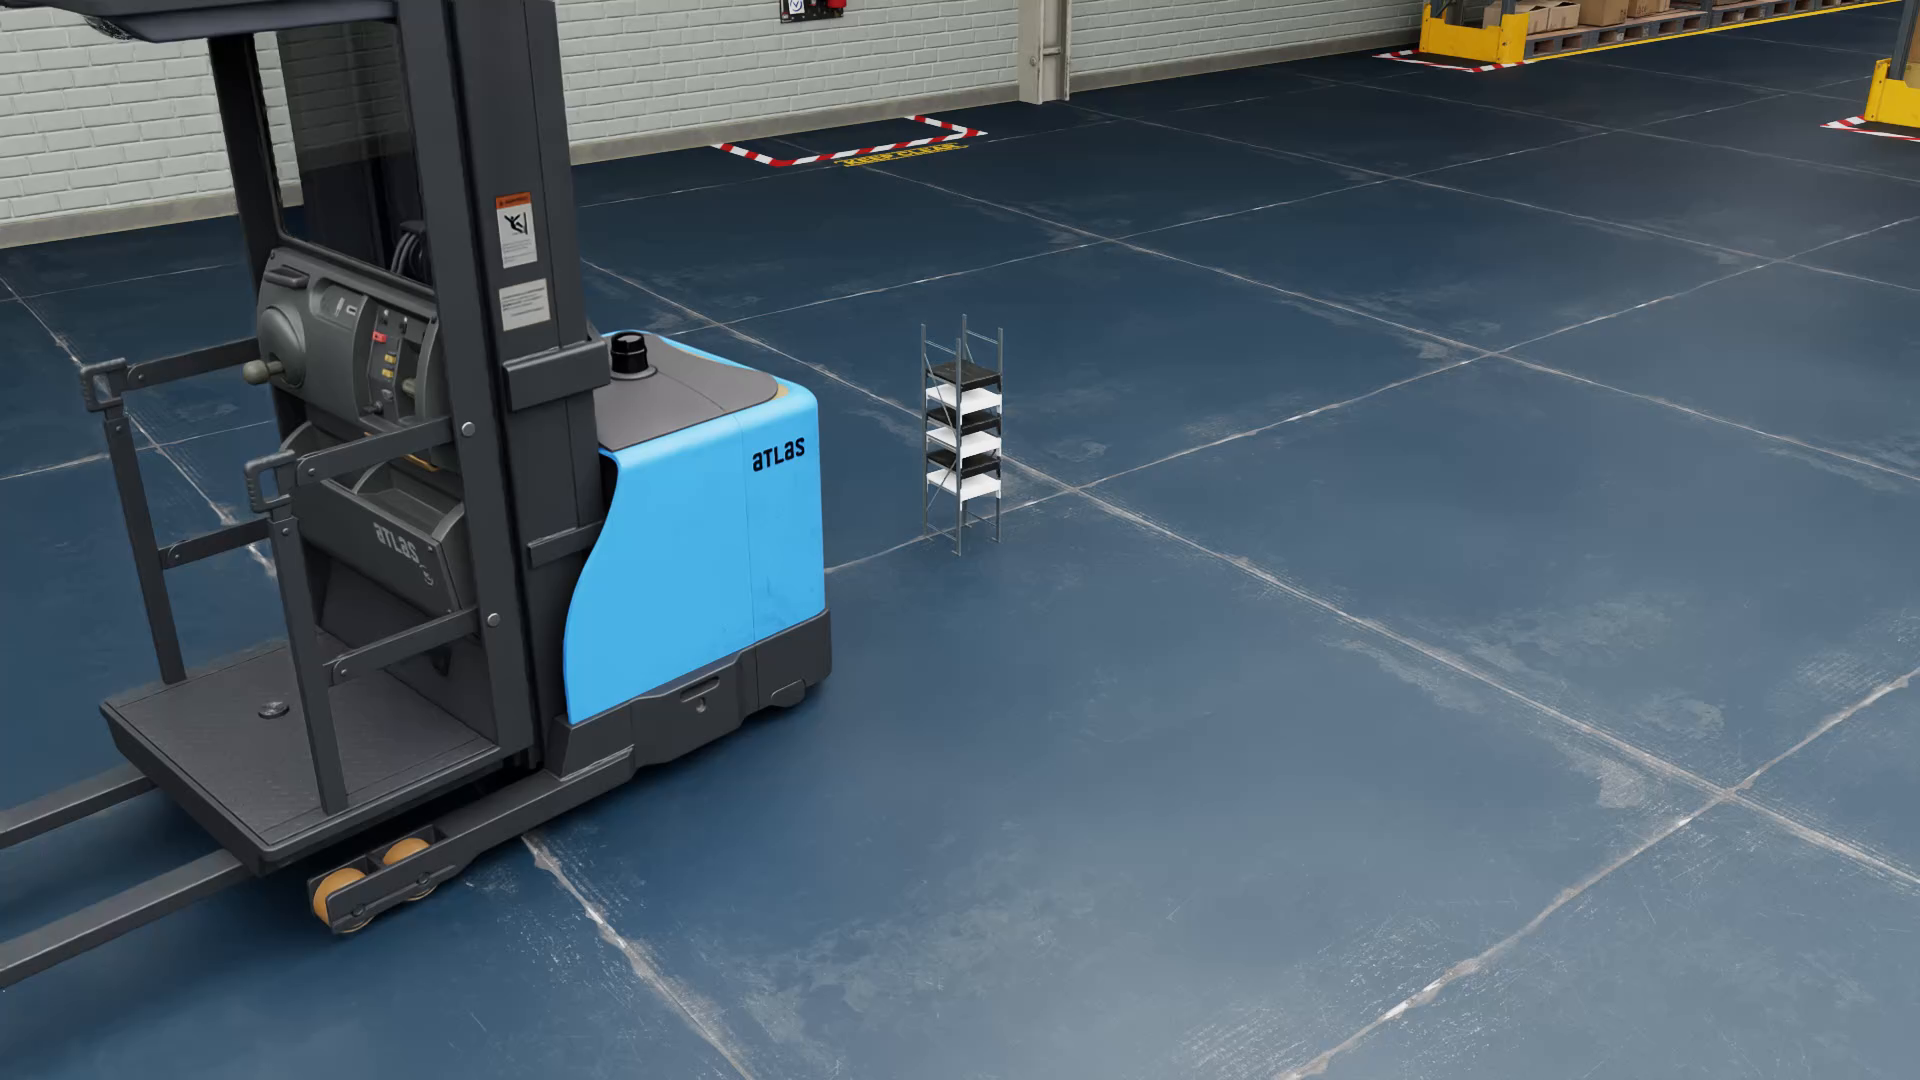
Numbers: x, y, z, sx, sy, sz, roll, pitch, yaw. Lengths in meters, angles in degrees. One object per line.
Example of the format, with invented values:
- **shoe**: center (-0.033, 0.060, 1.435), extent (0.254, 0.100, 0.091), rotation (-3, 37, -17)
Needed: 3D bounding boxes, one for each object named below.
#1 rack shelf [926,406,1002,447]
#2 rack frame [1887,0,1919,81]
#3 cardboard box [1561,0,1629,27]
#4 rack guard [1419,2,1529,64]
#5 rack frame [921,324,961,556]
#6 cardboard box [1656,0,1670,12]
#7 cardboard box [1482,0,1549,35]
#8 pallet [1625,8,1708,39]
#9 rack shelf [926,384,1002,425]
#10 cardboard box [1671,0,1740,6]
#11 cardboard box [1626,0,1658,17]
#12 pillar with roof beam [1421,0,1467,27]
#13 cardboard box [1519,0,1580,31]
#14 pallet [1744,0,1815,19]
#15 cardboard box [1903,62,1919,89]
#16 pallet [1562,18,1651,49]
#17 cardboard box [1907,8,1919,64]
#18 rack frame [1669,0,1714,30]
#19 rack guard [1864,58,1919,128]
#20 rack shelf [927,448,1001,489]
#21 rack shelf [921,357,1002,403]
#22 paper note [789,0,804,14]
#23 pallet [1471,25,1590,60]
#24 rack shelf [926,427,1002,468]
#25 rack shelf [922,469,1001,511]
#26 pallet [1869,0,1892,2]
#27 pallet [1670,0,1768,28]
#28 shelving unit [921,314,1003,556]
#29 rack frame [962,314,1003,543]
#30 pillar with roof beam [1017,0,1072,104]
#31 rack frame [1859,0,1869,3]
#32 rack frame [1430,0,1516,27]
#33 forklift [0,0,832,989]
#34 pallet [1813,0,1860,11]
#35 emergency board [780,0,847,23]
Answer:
- **rack shelf**: center (0.006, -0.462, 6.541), extent (0.200, 0.077, 0.258), rotation (-18, 31, -34)
- **rack frame**: center (8.551, -4.971, 13.897), extent (0.127, 3.000, 1.000), rotation (-18, 31, -34)
- **cardboard box**: center (7.148, -6.148, 18.881), extent (0.500, 0.500, 0.700), rotation (-21, 32, -37)
- **rack guard**: center (5.551, -5.496, 17.999), extent (0.348, 0.500, 1.175), rotation (-18, 31, -34)
- **rack frame**: center (-0.074, -0.384, 6.508), extent (0.006, 0.900, 0.240), rotation (-18, 31, -34)
- **cardboard box**: center (8.237, -6.415, 19.853), extent (0.380, 0.166, 0.250), rotation (22, 33, 39)
- **cardboard box**: center (6.091, -5.740, 18.227), extent (0.500, 0.311, 0.500), rotation (-23, 33, -40)
- **pallet**: center (8.132, -6.199, 19.855), extent (1.213, 0.211, 1.003), rotation (-18, 31, -34)
- **rack shelf**: center (0.006, -0.543, 6.503), extent (0.200, 0.077, 0.258), rotation (-18, 31, -34)
- **cardboard box**: center (9.208, -6.912, 20.527), extent (0.500, 0.500, 0.700), rotation (-17, 30, -32)
- **cardboard box**: center (7.847, -6.433, 19.494), extent (0.500, 0.500, 0.500), rotation (-21, 32, -38)
- **pillar with roof beam**: center (8.165, -8.374, 14.104), extent (0.400, 9.000, 9.100), rotation (-18, 31, -34)
- **cardboard box**: center (6.540, -5.889, 18.546), extent (0.500, 0.311, 0.500), rotation (-15, 29, -30)
- **pallet**: center (10.211, -6.906, 21.380), extent (1.213, 0.211, 1.003), rotation (-18, 31, -34)
- **cardboard box**: center (8.791, -4.151, 14.898), extent (0.500, 0.250, 0.500), rotation (-18, 31, -34)
- **pallet**: center (7.172, -5.880, 19.169), extent (1.213, 0.211, 1.003), rotation (-18, 31, -34)
- **cardboard box**: center (8.789, -4.492, 14.742), extent (0.500, 0.500, 0.500), rotation (-18, 31, -34)
- **rack frame**: center (8.639, -7.650, 19.670), extent (0.127, 3.000, 1.000), rotation (-18, 31, -34)
- **rack guard**: center (8.532, -3.830, 14.410), extent (0.348, 0.500, 1.175), rotation (-18, 31, -34)
- **rack shelf**: center (0.006, -0.298, 6.617), extent (0.200, 0.077, 0.258), rotation (-18, 31, -34)
- **rack shelf**: center (0.006, -0.625, 6.465), extent (0.200, 0.077, 0.258), rotation (-18, 31, -34)
- **paper note**: center (-1.363, -4.468, 13.861), extent (0.142, 0.148, 0.016), rotation (-18, 31, -34)
- **pallet**: center (6.212, -5.565, 18.490), extent (1.213, 0.211, 1.003), rotation (-18, 31, -34)
- **rack shelf**: center (0.006, -0.380, 6.579), extent (0.200, 0.077, 0.258), rotation (-18, 31, -34)
- **rack shelf**: center (0.006, -0.217, 6.655), extent (0.200, 0.077, 0.258), rotation (-18, 31, -34)
- **pallet**: center (12.454, -7.604, 22.883), extent (1.213, 0.211, 1.003), rotation (-18, 31, -34)
- **pallet**: center (9.251, -6.588, 20.693), extent (1.213, 0.211, 1.003), rotation (-18, 31, -34)
- **shelving unit**: center (0.006, -0.410, 6.565), extent (0.210, 0.900, 0.258), rotation (-18, 31, -34)
- **rack frame**: center (0.086, -0.437, 6.622), extent (0.006, 0.900, 0.240), rotation (-18, 31, -34)
- **pillar with roof beam**: center (3.443, -6.815, 10.746), extent (0.400, 9.000, 9.100), rotation (-18, 31, -34)
- **rack frame**: center (11.787, -8.689, 21.908), extent (0.127, 3.000, 1.000), rotation (-18, 31, -34)
- **rack frame**: center (5.491, -6.611, 17.431), extent (0.127, 3.000, 1.000), rotation (-18, 31, -34)
- **forklift**: center (-1.814, -0.518, 4.384), extent (1.130, 2.935, 3.031), rotation (22, 33, 39)
- **pallet**: center (11.171, -7.221, 22.059), extent (1.213, 0.211, 1.003), rotation (-18, 31, -34)
- **emergency board**: center (-1.181, -4.891, 13.726), extent (0.643, 1.169, 0.194), rotation (-18, 31, -34)
